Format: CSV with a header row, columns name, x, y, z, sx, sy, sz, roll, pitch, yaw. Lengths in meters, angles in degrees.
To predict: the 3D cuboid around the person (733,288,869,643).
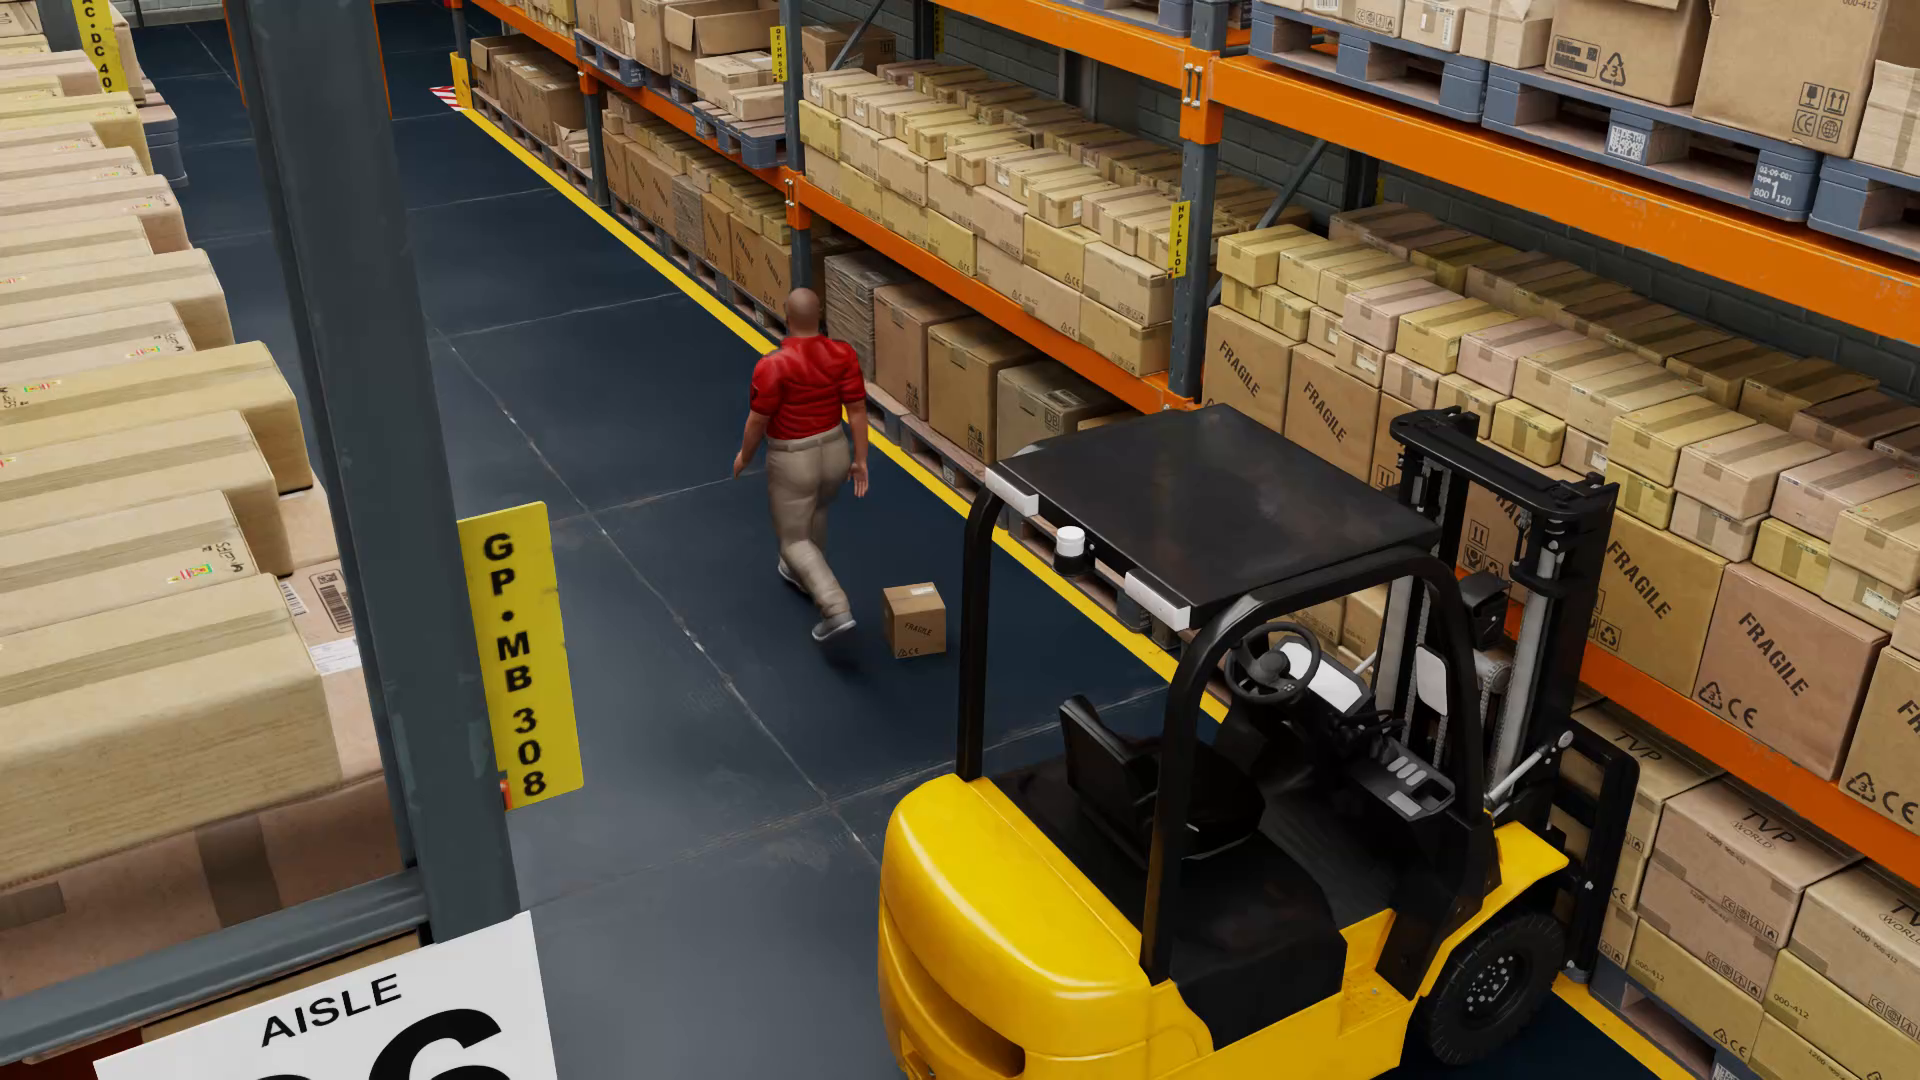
name,x,y,z,sx,sy,sz,roll,pitch,yaw
person,-0.717,-0.373,7.799,0.552,1.678,0.965,-19,34,-31
